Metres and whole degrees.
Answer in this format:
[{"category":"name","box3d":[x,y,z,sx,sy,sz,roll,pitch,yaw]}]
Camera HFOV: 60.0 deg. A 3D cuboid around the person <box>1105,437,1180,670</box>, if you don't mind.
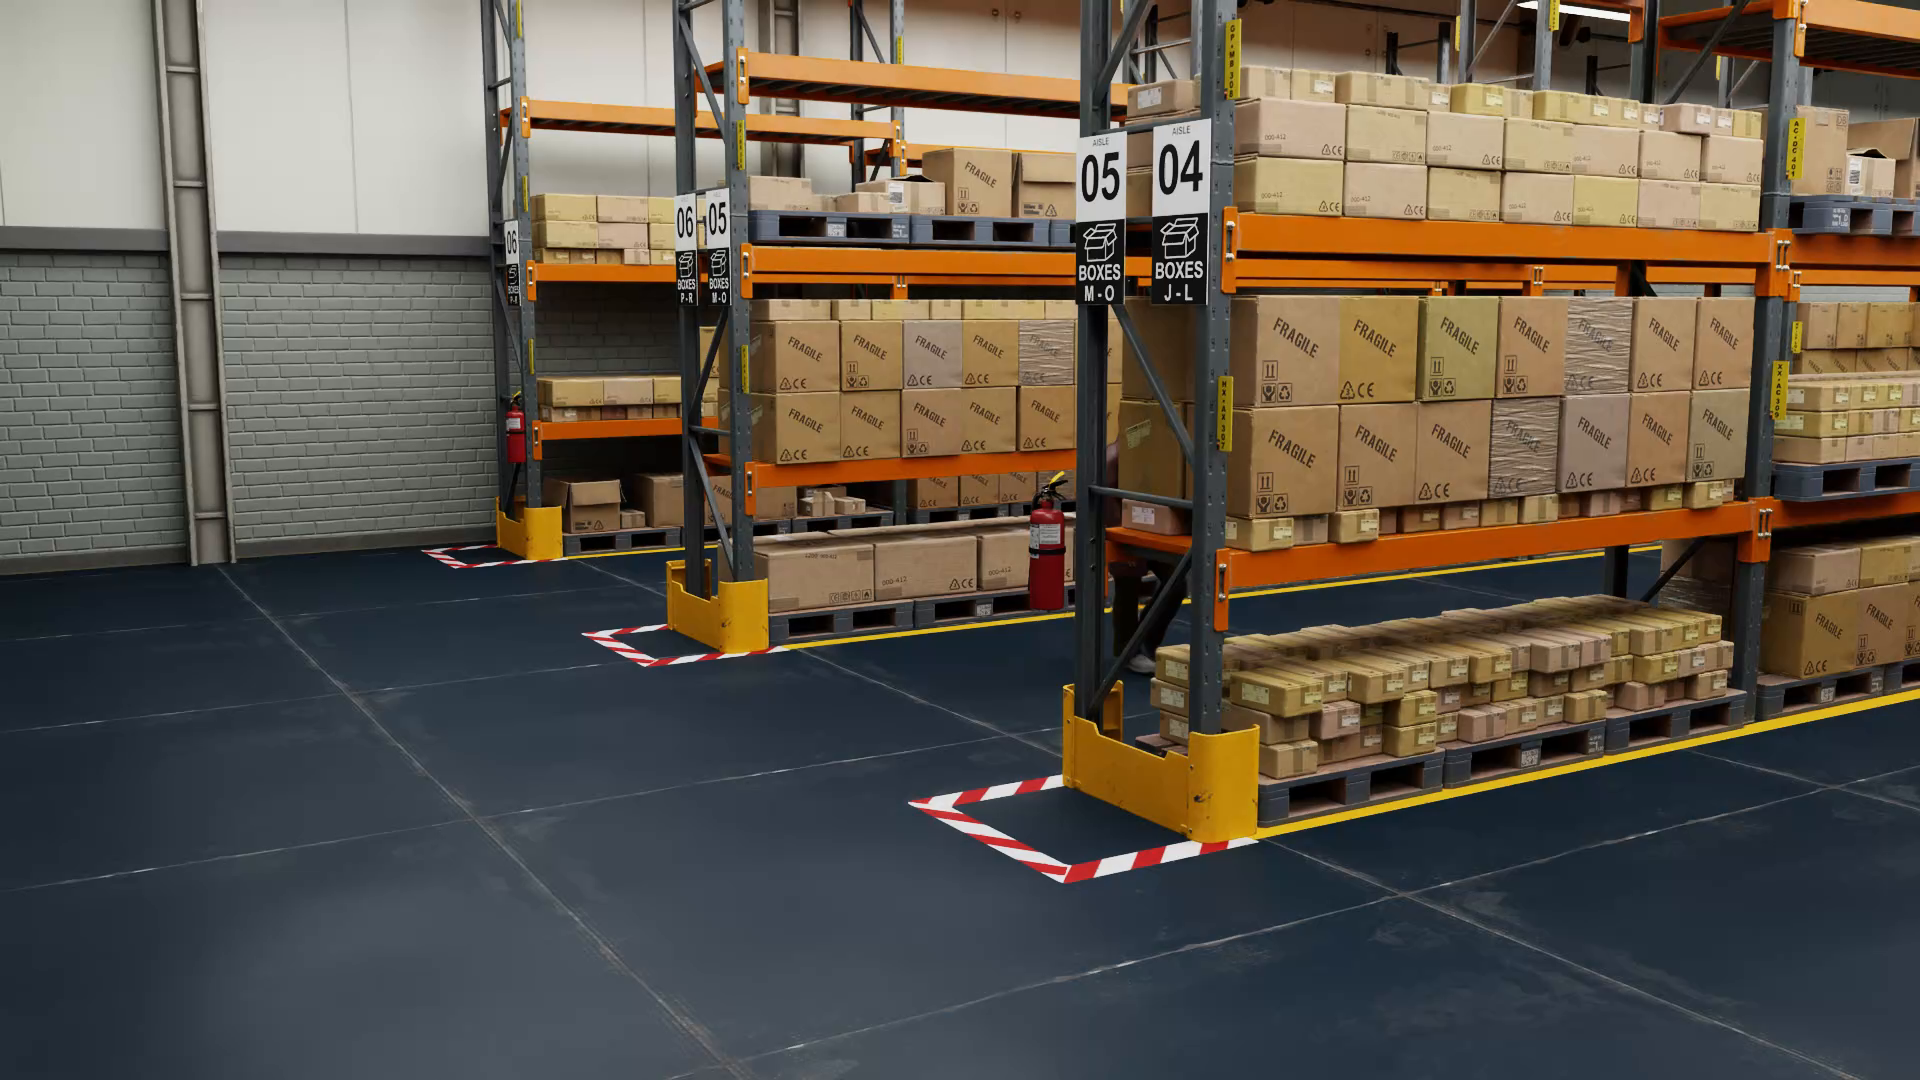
[{"category":"person","box3d":[1.163,0.028,10.853,0.633,1.857,0.615,-6,10,-38]}]
